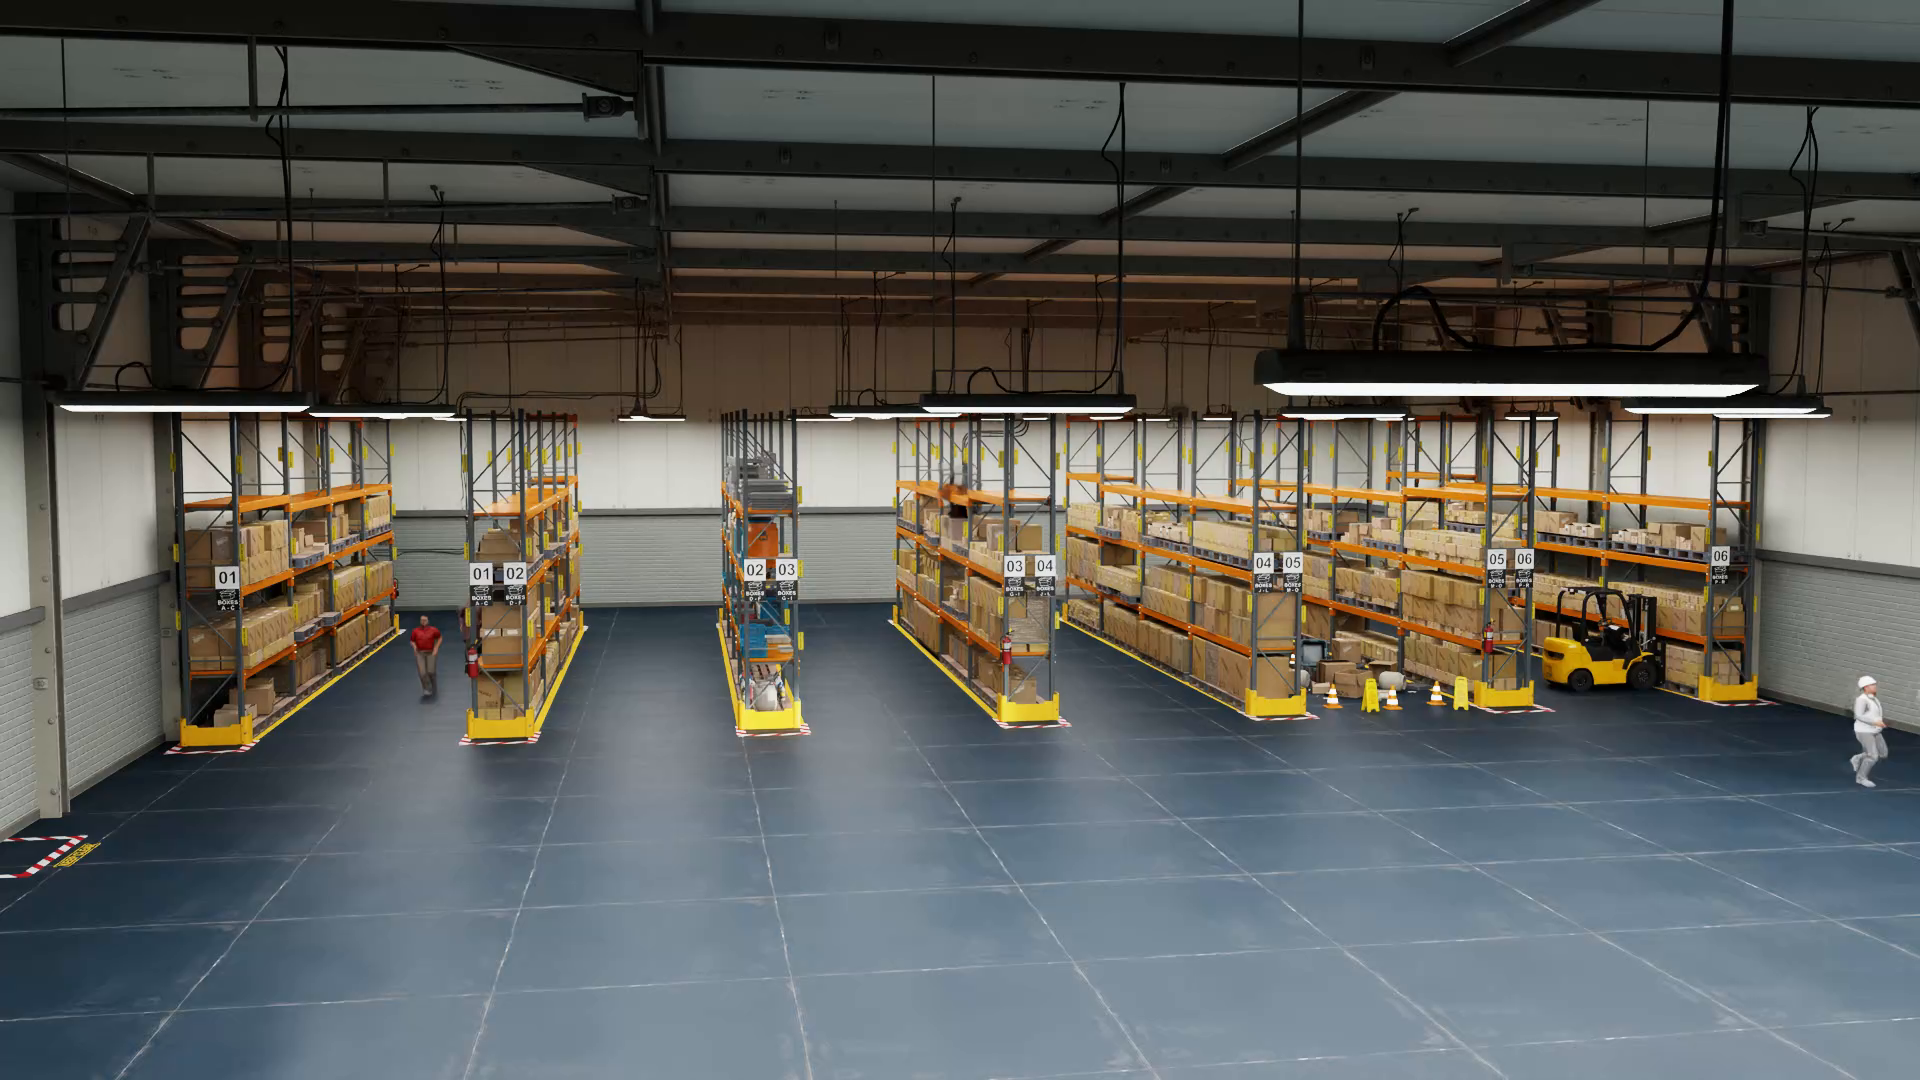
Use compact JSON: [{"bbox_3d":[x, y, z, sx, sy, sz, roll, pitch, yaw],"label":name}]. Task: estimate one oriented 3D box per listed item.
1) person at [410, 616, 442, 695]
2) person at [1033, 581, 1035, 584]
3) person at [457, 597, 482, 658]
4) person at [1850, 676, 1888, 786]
[{"bbox_3d":[-11.263,2.435,34.994,0.610,1.679,0.564,-1,4,-11],"label":"person"},{"bbox_3d":[2.322,1.487,49.409,0.548,1.613,0.791,-3,5,-38],"label":"person"},{"bbox_3d":[-11.407,2.138,38.945,0.715,1.735,0.826,-1,4,-11],"label":"person"},{"bbox_3d":[14.395,3.022,26.327,0.698,1.736,0.591,-4,5,-41],"label":"person"}]
